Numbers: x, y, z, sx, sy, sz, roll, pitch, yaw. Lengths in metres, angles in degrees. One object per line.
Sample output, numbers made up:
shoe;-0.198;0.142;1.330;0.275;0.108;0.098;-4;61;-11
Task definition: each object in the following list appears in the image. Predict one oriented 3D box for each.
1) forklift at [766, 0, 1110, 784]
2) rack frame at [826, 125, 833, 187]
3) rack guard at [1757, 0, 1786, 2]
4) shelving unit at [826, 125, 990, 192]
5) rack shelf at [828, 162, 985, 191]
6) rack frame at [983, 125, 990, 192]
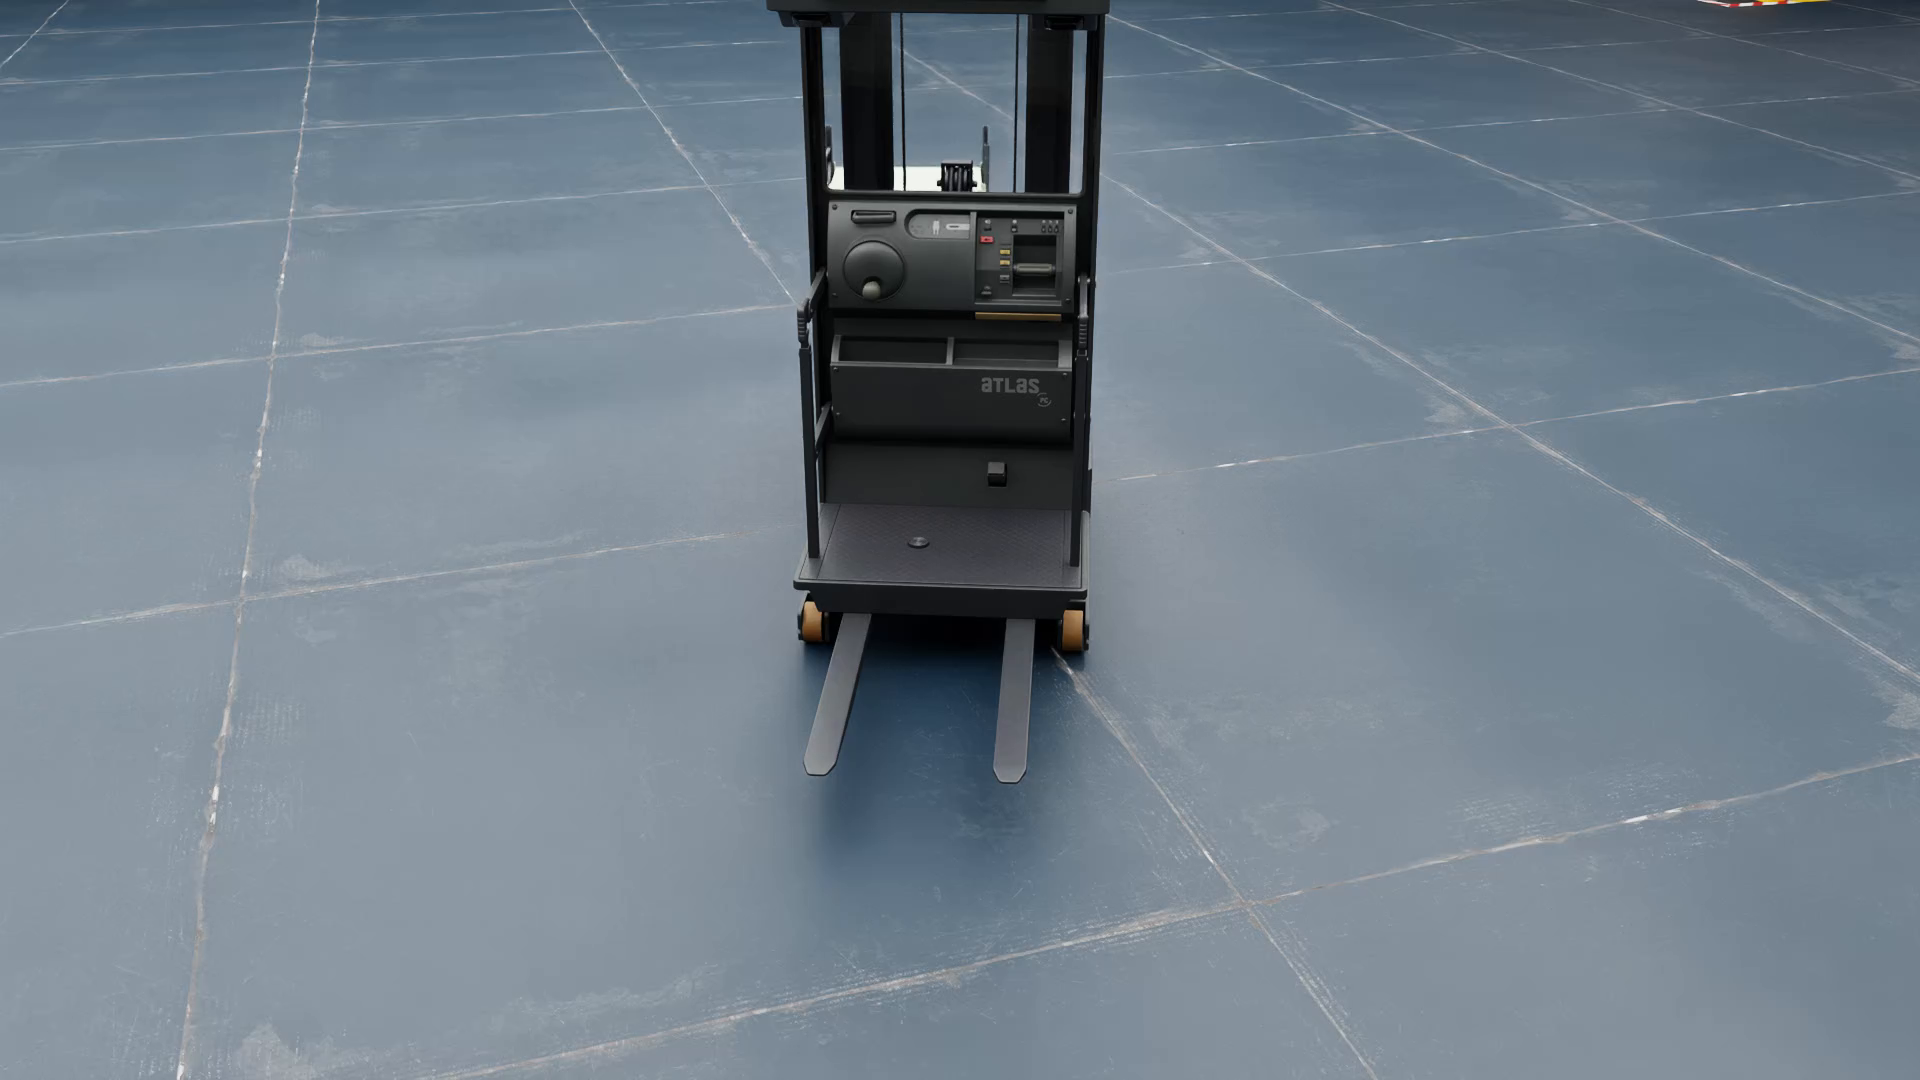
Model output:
forklift;-0.044;-1.034;6.037;1.130;2.935;3.031;2;26;4
rack frame;-0.612;-1.182;7.945;0.023;1.500;0.400;0;26;0
rack guard;10.054;-7.214;21.219;0.348;0.500;1.175;-8;28;-16
shelving unit;-0.246;-1.183;7.946;0.755;1.500;0.431;0;26;0
rack shelf;-0.246;-1.532;7.772;0.720;0.370;0.431;0;26;0
rack frame;0.120;-1.183;7.946;0.023;1.500;0.400;0;26;0
